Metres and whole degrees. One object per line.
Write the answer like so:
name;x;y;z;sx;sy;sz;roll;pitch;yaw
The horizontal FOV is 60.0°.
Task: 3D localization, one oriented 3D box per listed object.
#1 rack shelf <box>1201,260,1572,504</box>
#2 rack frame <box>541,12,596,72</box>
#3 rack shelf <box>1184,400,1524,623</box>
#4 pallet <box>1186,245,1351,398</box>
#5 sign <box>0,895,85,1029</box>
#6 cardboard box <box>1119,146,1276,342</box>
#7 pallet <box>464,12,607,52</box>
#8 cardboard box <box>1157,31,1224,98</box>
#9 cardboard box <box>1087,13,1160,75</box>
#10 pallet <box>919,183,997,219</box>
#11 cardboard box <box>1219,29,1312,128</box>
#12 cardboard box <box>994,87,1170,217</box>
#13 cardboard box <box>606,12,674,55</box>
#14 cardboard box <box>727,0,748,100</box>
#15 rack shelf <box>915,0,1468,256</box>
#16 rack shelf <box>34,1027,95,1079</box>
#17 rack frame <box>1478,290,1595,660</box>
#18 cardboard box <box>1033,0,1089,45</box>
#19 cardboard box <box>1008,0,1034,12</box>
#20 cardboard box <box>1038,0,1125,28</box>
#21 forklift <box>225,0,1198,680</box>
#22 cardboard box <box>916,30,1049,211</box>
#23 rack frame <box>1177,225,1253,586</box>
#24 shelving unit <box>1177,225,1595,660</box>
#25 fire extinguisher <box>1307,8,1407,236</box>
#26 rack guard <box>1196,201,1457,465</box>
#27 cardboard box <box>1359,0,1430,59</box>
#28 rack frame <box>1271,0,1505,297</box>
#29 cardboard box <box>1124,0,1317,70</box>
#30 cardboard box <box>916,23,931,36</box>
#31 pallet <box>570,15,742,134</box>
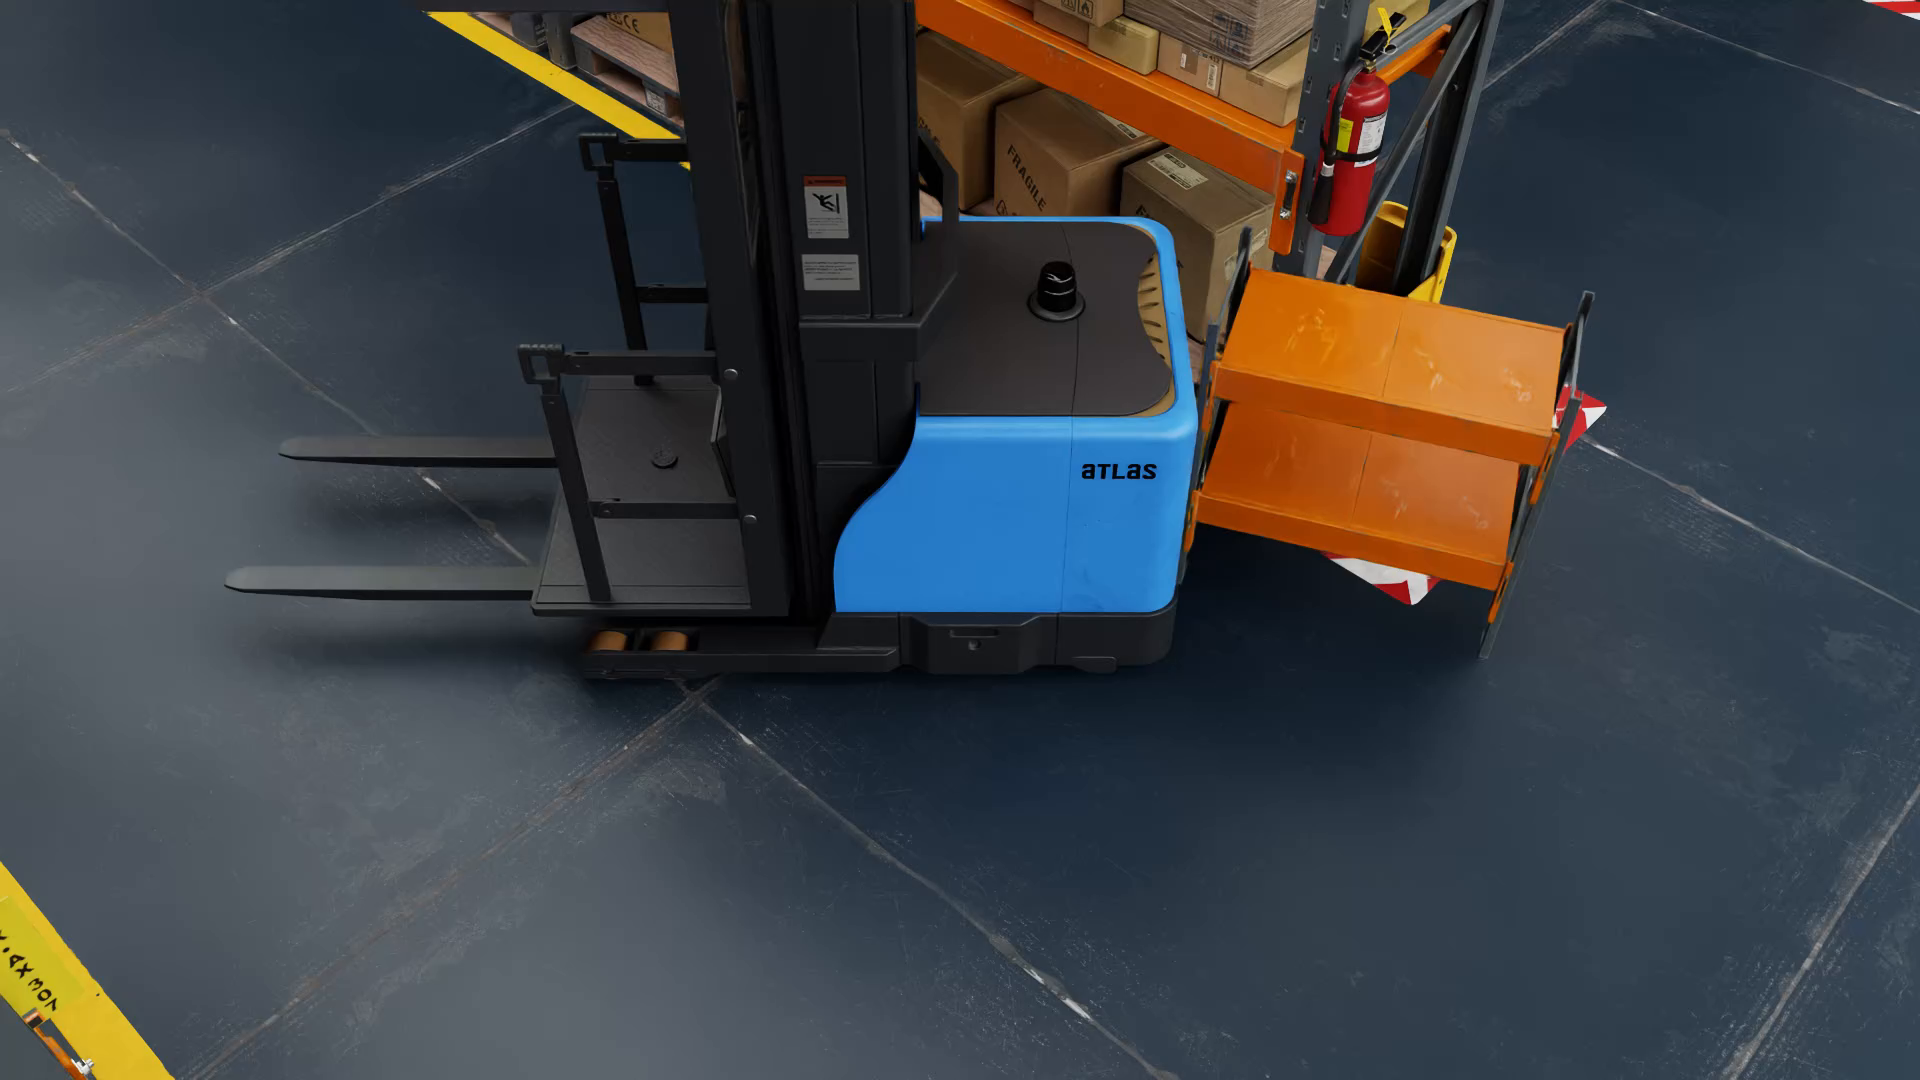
rack shelf;1.291;-0.491;5.038;1.000;0.278;0.538;14;48;12
rack frame;-1.552;-3.523;7.000;0.127;3.000;1.000;34;55;28
rack shelf;1.291;-0.124;5.430;1.000;0.278;0.538;14;48;12
pallet;0.758;-1.049;6.590;1.213;0.211;1.003;34;55;28
sign;-1.596;0.721;2.826;0.005;0.325;0.100;34;55;28
cardboard box;0.940;-1.151;6.200;0.500;0.500;0.500;-28;53;-24
pallet;-2.125;-2.952;8.377;1.213;0.211;1.003;34;55;28
cardboard box;0.854;-1.613;5.380;0.250;0.149;0.380;34;55;28
cardboard box;0.636;-1.709;5.470;0.250;0.149;0.380;34;55;28
pallet;-0.134;-1.652;7.156;1.213;0.211;1.003;34;55;28
cardboard box;1.038;-1.489;5.263;0.250;0.149;0.380;34;55;28
cardboard box;0.477;-1.428;6.460;0.500;0.500;0.500;-25;52;-21
cardboard box;-1.285;-2.592;7.552;0.500;0.500;0.500;32;55;27
cardboard box;-0.859;-2.313;7.290;0.500;0.500;0.500;-22;51;-19
rack shelf;-0.083;-2.288;6.334;4.000;0.370;1.077;34;55;28
rack shelf;-3.442;0.366;3.843;4.000;0.370;1.077;34;55;28
rack frame;1.773;-0.174;5.142;0.032;1.125;0.500;14;48;12
cardboard box;0.463;-1.841;5.594;0.250;0.149;0.380;34;55;28
cardboard box;0.307;-1.987;5.730;0.250;0.149;0.380;34;55;28
cardboard box;0.553;-2.151;5.439;0.500;0.500;0.875;34;55;28
forklift;-0.834;-0.943;4.625;3.031;2.935;1.130;0;47;0
cardboard box;0.030;-1.748;6.760;0.500;0.500;0.500;-33;55;-27
rack frame;0.809;-0.408;5.361;0.032;1.125;0.500;14;48;12
shelving unit;1.291;-0.291;5.251;1.048;1.125;0.538;14;48;12
fire extinguisher;1.159;-1.215;4.886;0.183;0.674;0.296;34;55;28
rack guard;1.331;-0.727;6.090;0.348;0.500;1.175;34;55;28
cardboard box;1.339;-1.728;5.487;0.250;0.149;0.380;34;55;28
rack frame;1.387;-1.545;5.143;0.127;3.000;1.000;34;55;28
cardboard box;1.002;-1.968;5.267;0.500;0.500;0.875;34;55;28
cardboard box;-0.350;-2.048;7.042;0.500;0.500;0.500;29;53;25
pallet;-1.035;-2.255;7.723;1.213;0.211;1.003;34;55;28
